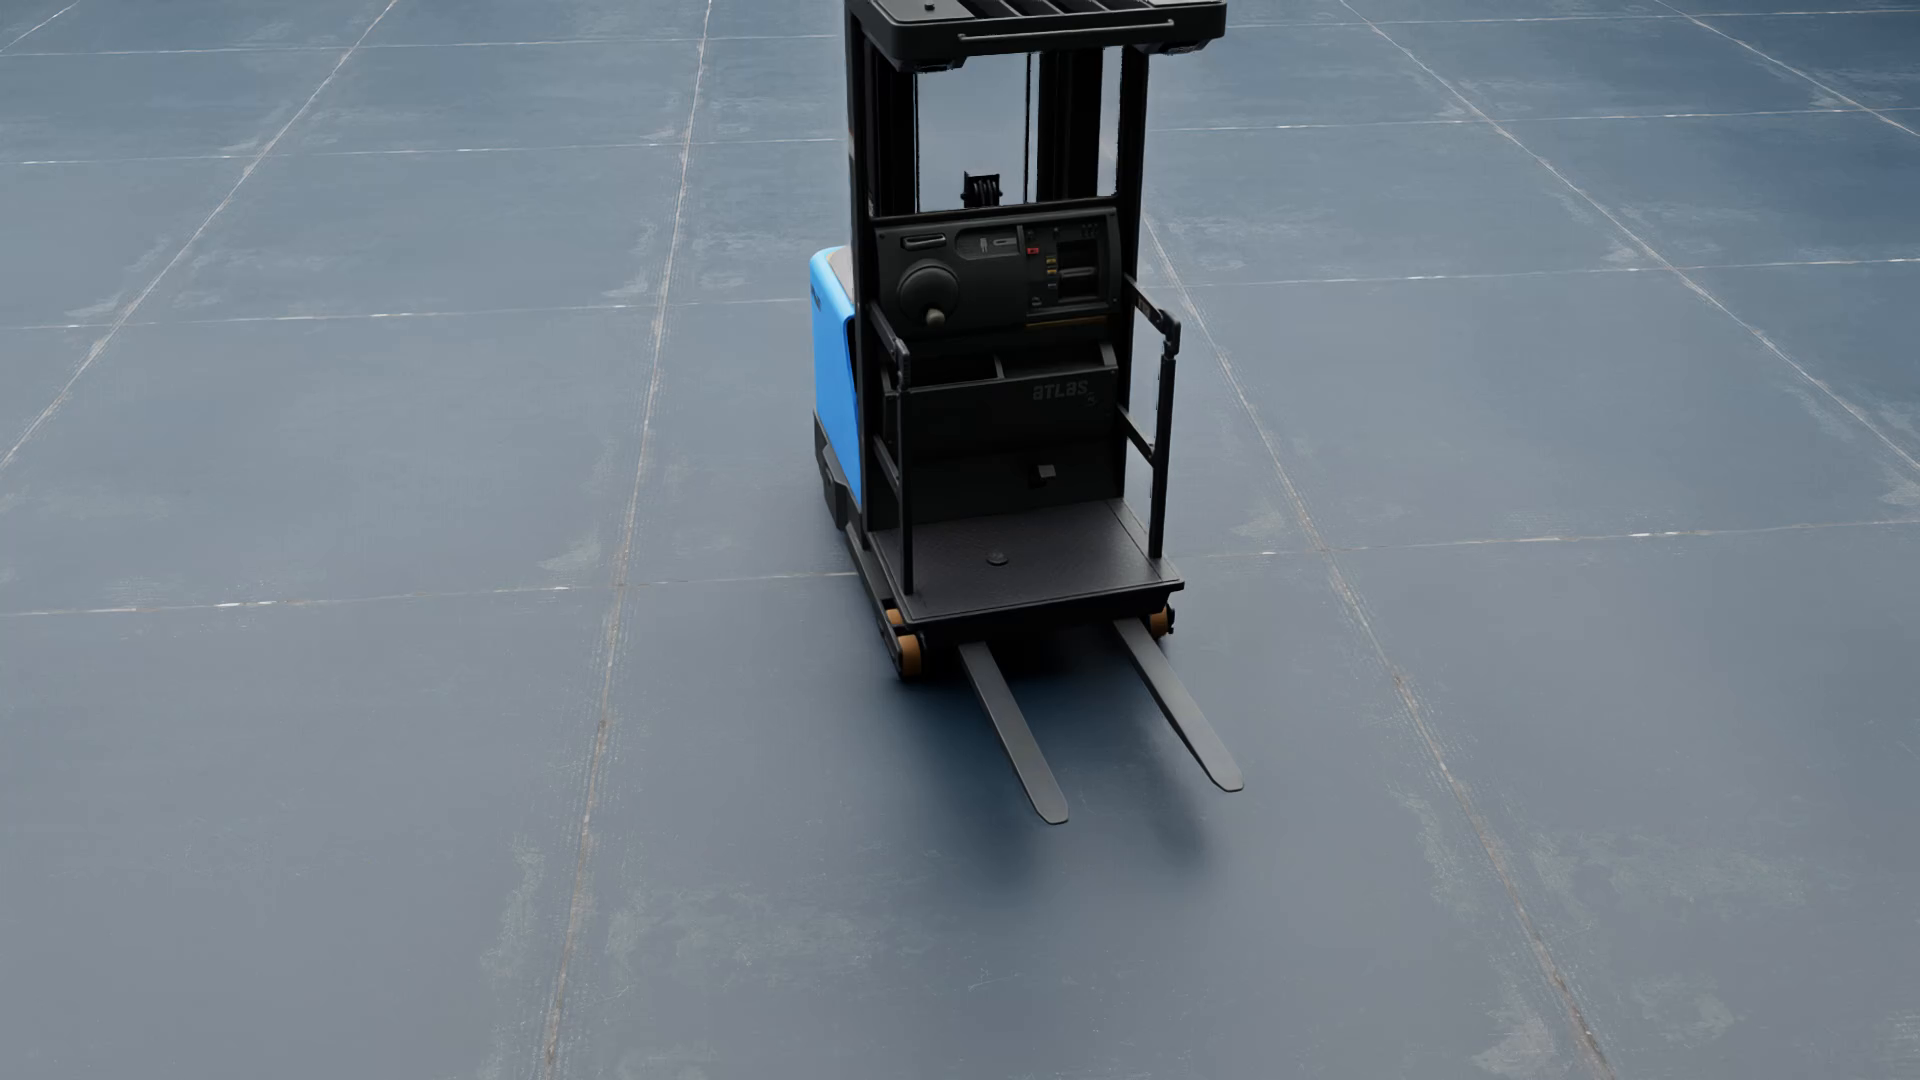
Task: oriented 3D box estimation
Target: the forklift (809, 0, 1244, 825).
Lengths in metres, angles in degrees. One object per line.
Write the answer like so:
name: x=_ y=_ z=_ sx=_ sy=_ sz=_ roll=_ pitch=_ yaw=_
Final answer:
forklift: x=0.208 y=-0.955 z=5.990 sx=1.130 sy=2.935 sz=3.031 roll=-8 pitch=32 yaw=-13
